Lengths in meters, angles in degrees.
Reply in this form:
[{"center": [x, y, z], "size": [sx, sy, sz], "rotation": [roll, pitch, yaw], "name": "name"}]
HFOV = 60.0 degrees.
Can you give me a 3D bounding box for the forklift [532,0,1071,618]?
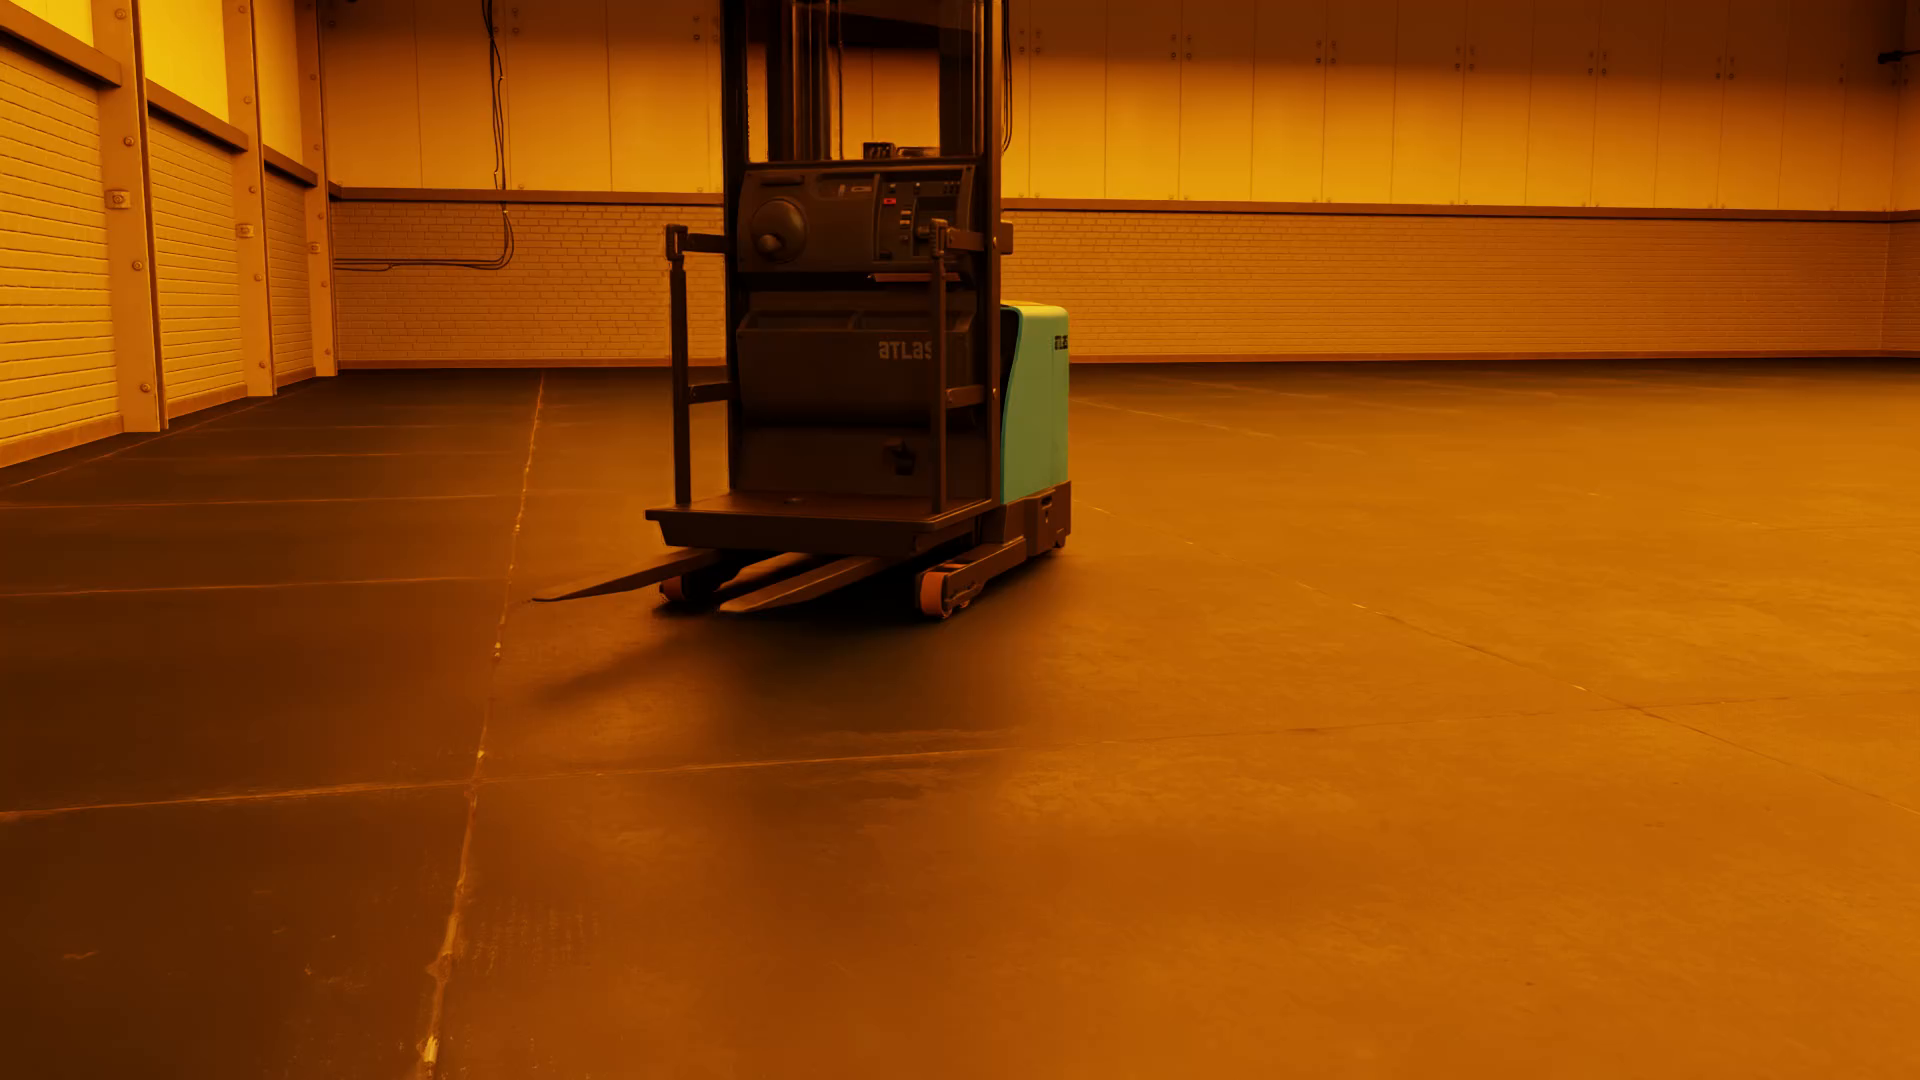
[{"center": [-0.459, -1.243, 6.014], "size": [1.130, 2.935, 3.031], "rotation": [3, 8, 18], "name": "forklift"}]
